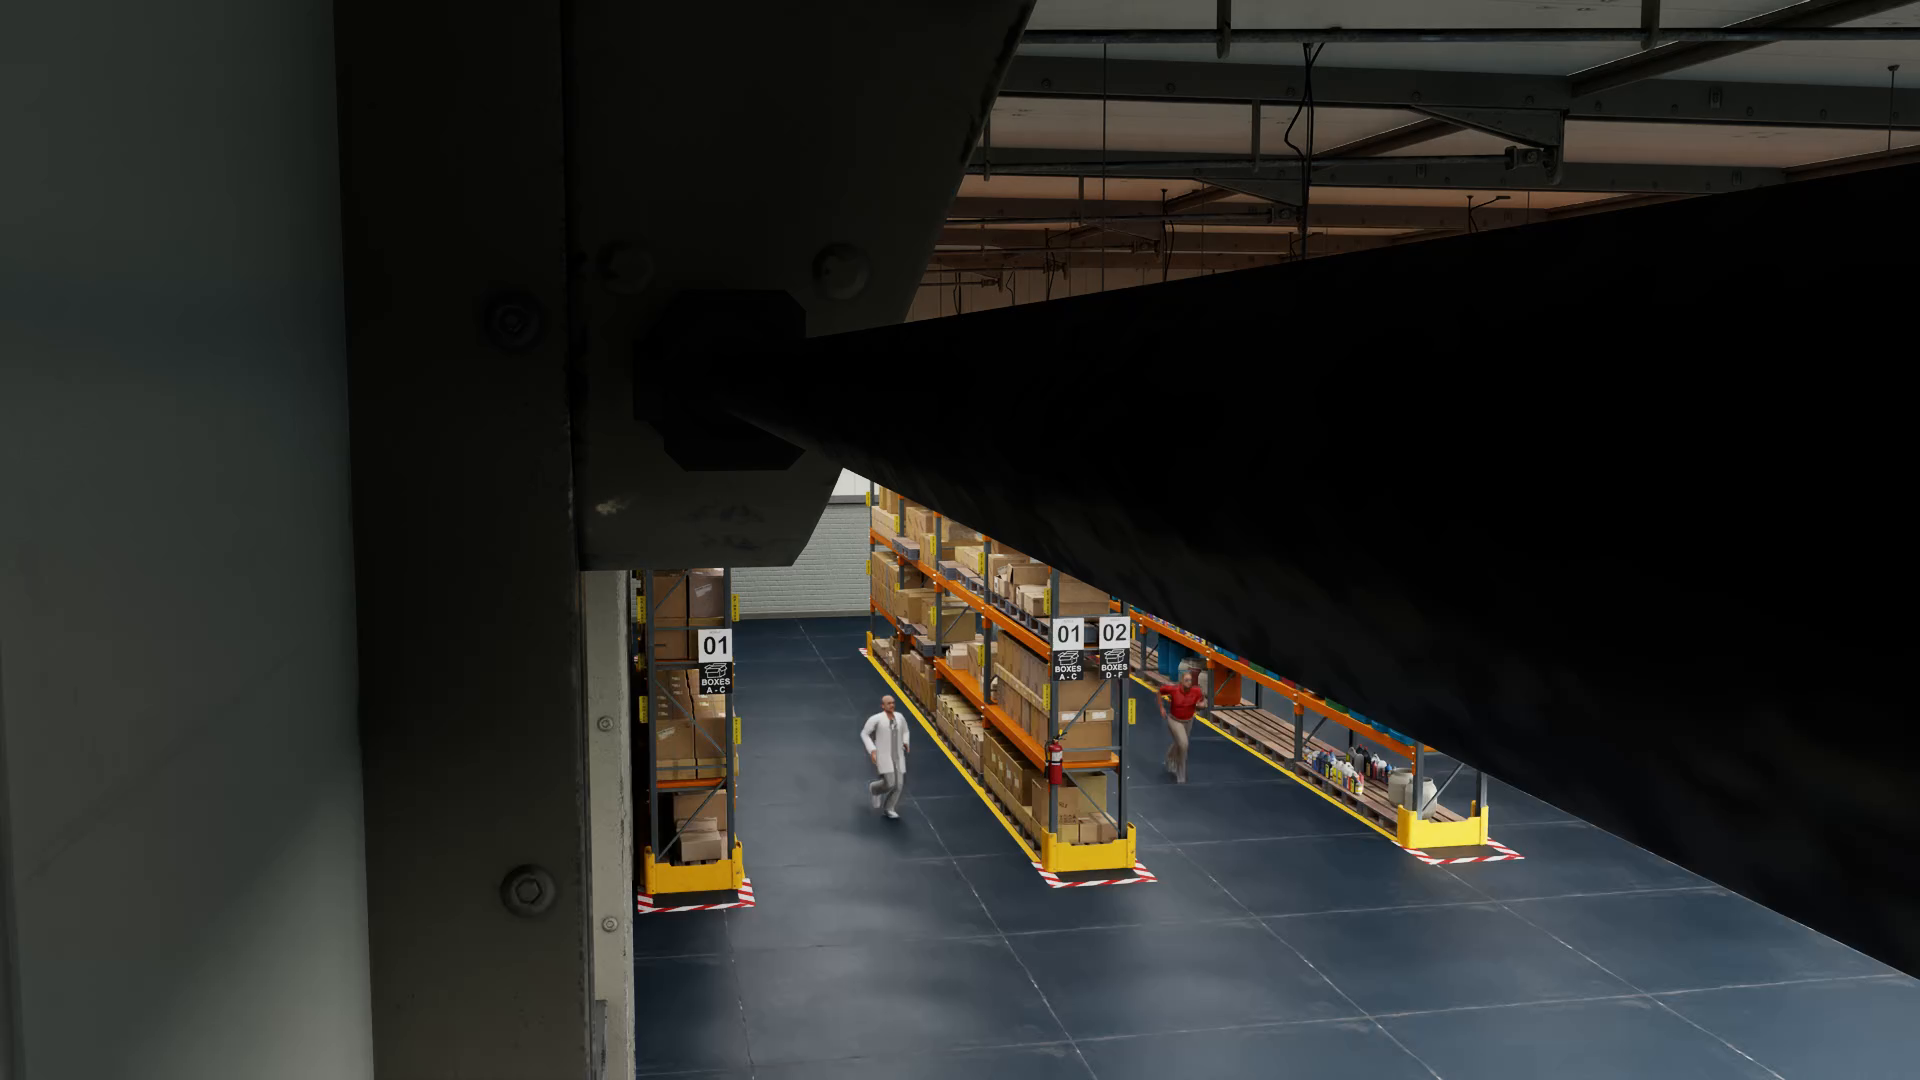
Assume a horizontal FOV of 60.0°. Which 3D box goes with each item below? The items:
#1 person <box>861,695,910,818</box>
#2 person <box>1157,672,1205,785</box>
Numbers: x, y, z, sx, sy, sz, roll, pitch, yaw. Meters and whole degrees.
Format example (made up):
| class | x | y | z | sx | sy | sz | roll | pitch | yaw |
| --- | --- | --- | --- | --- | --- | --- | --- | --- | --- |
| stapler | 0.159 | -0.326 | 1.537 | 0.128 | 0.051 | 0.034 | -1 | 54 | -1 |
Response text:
| class | x | y | z | sx | sy | sz | roll | pitch | yaw |
| --- | --- | --- | --- | --- | --- | --- | --- | --- | --- |
| person | -0.992 | 3.041 | 23.325 | 0.721 | 1.730 | 0.640 | -4 | 7 | -32 |
| person | 3.365 | 2.847 | 25.481 | 0.650 | 1.737 | 0.964 | -3 | 6 | -23 |
